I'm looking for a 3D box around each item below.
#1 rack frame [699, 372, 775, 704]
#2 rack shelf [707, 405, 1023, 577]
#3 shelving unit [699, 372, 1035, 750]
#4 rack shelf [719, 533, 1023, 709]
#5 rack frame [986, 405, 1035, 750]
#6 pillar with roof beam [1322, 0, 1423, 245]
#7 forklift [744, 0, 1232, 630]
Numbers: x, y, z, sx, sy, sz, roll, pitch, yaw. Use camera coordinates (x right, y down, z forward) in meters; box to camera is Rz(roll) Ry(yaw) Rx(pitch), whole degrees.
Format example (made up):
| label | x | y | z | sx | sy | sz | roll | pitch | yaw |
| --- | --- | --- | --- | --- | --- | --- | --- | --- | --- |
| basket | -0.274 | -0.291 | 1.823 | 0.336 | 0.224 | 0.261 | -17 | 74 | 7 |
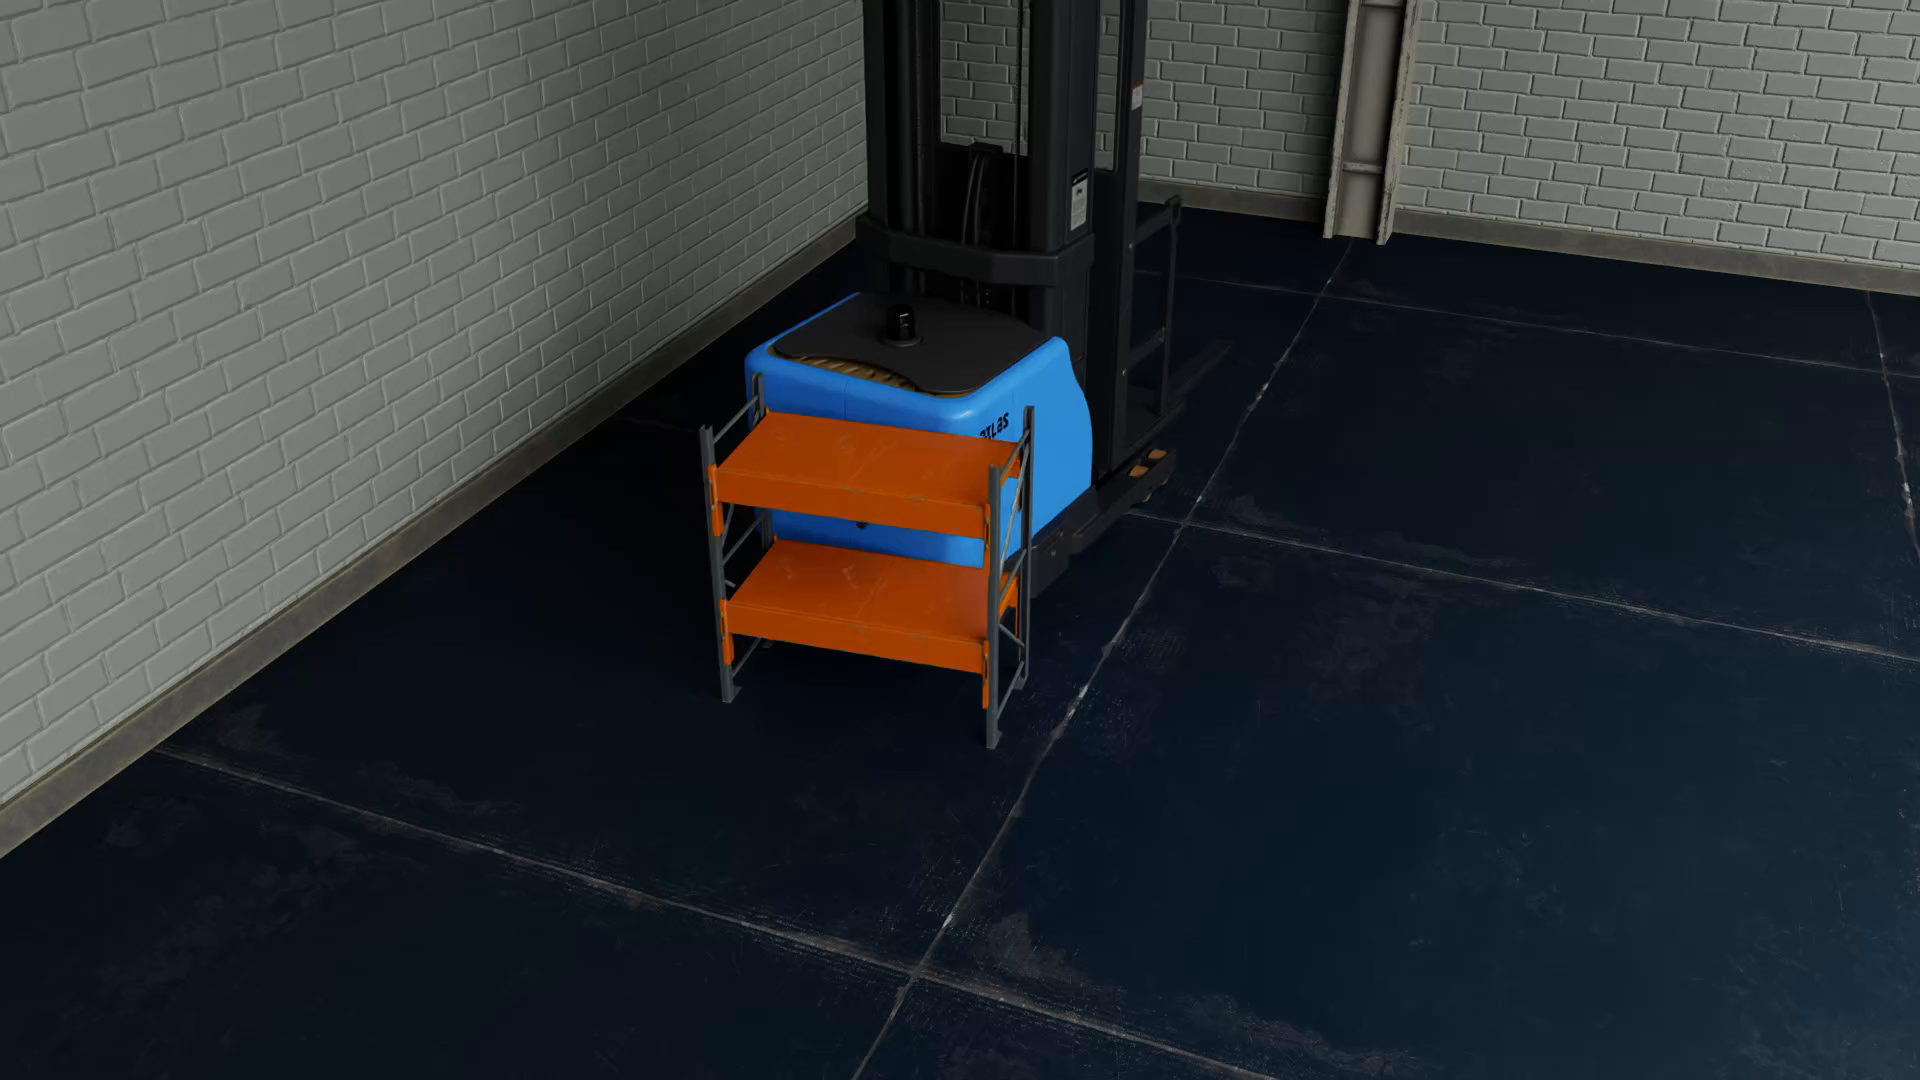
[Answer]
| label | x | y | z | sx | sy | sz | roll | pitch | yaw |
| --- | --- | --- | --- | --- | --- | --- | --- | --- | --- |
| rack frame | -0.799 | 0.000 | 6.108 | 0.032 | 1.125 | 0.500 | 8 | 30 | 14 |
| rack shelf | -0.311 | -0.185 | 5.840 | 1.000 | 0.278 | 0.538 | 8 | 30 | 14 |
| shelving unit | -0.311 | 0.070 | 5.984 | 1.048 | 1.125 | 0.538 | 8 | 30 | 14 |
| rack shelf | -0.311 | 0.282 | 6.104 | 1.000 | 0.278 | 0.538 | 8 | 30 | 14 |
| rack frame | 0.177 | 0.140 | 5.860 | 0.032 | 1.125 | 0.500 | 8 | 30 | 14 |
| pillar with roof beam | 0.952 | -3.935 | 5.067 | 0.400 | 9.000 | 9.100 | 11 | 31 | 19 |
| forklift | 0.346 | -1.554 | 7.021 | 1.130 | 2.935 | 3.031 | 16 | 33 | 27 |
